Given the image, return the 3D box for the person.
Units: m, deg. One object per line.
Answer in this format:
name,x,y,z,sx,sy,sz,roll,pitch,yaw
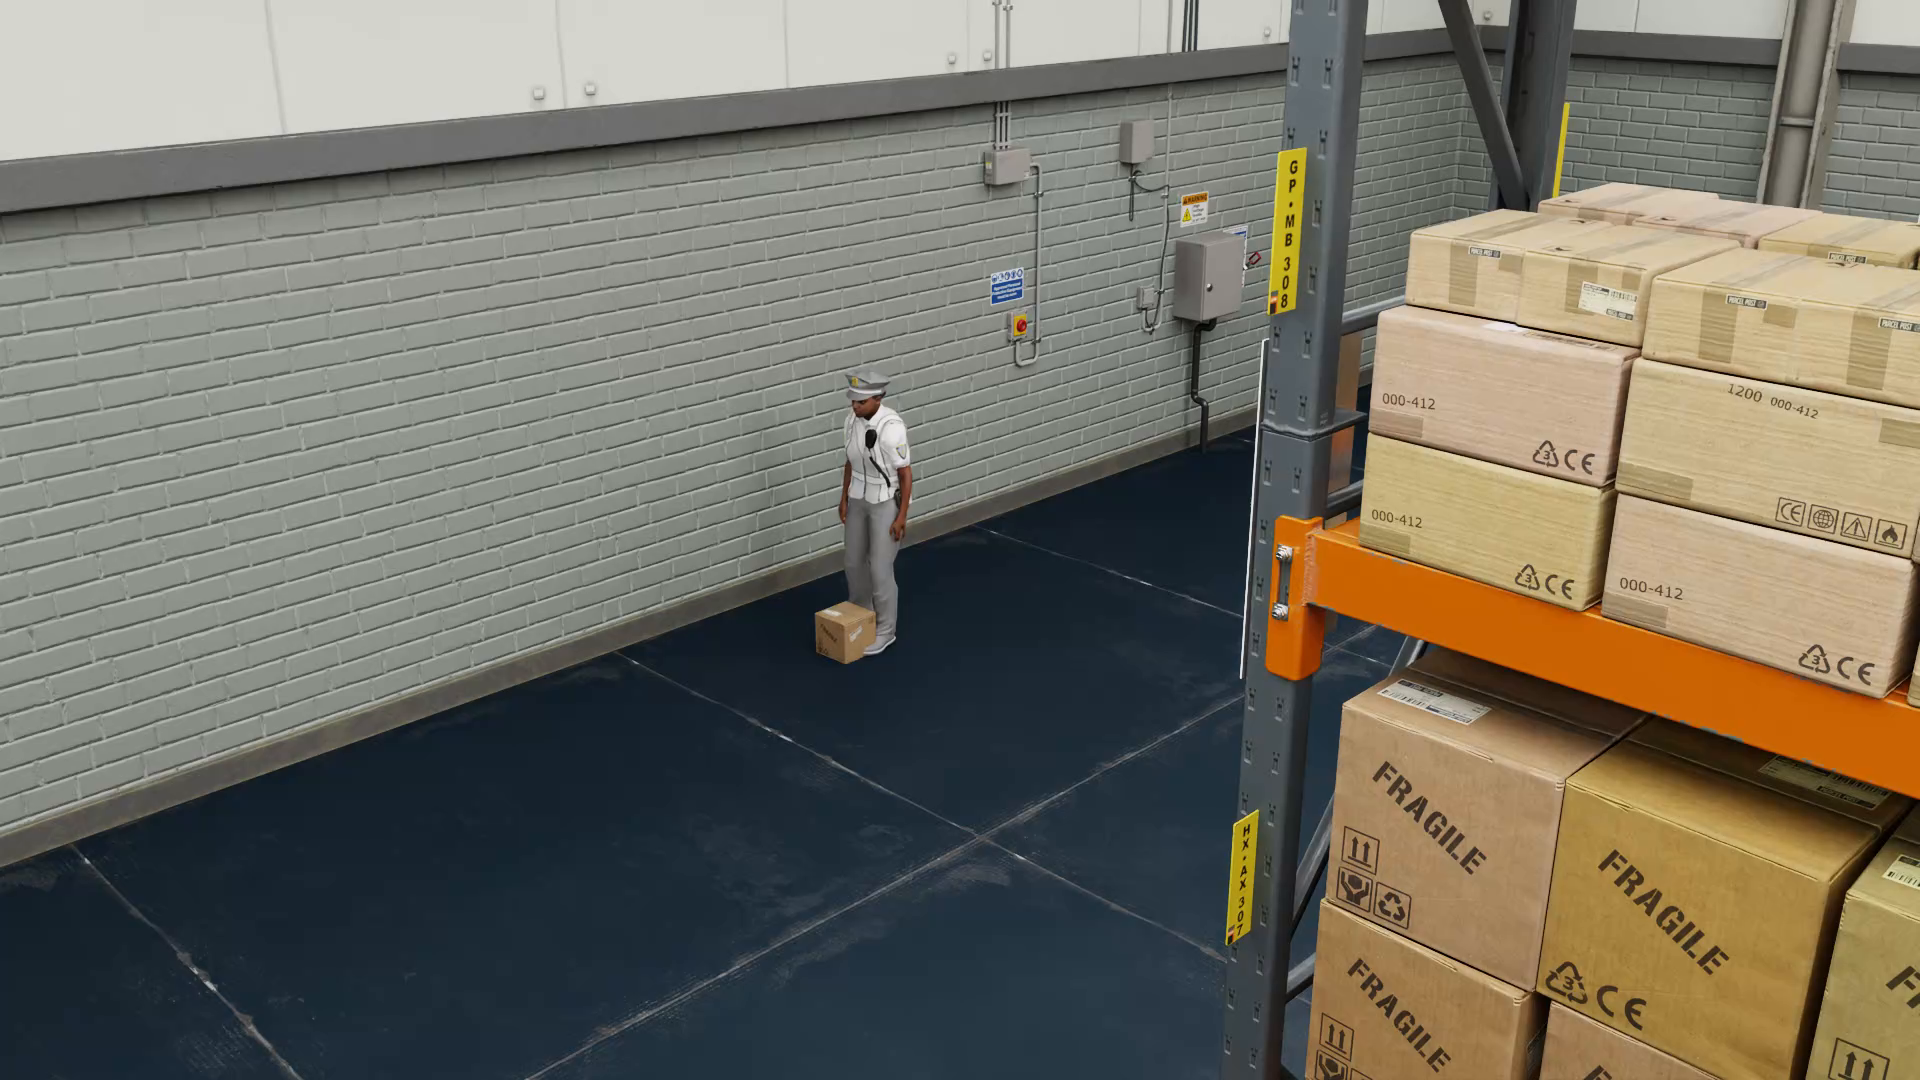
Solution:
person,-0.513,-0.178,9.556,0.527,1.656,0.428,17,27,38
